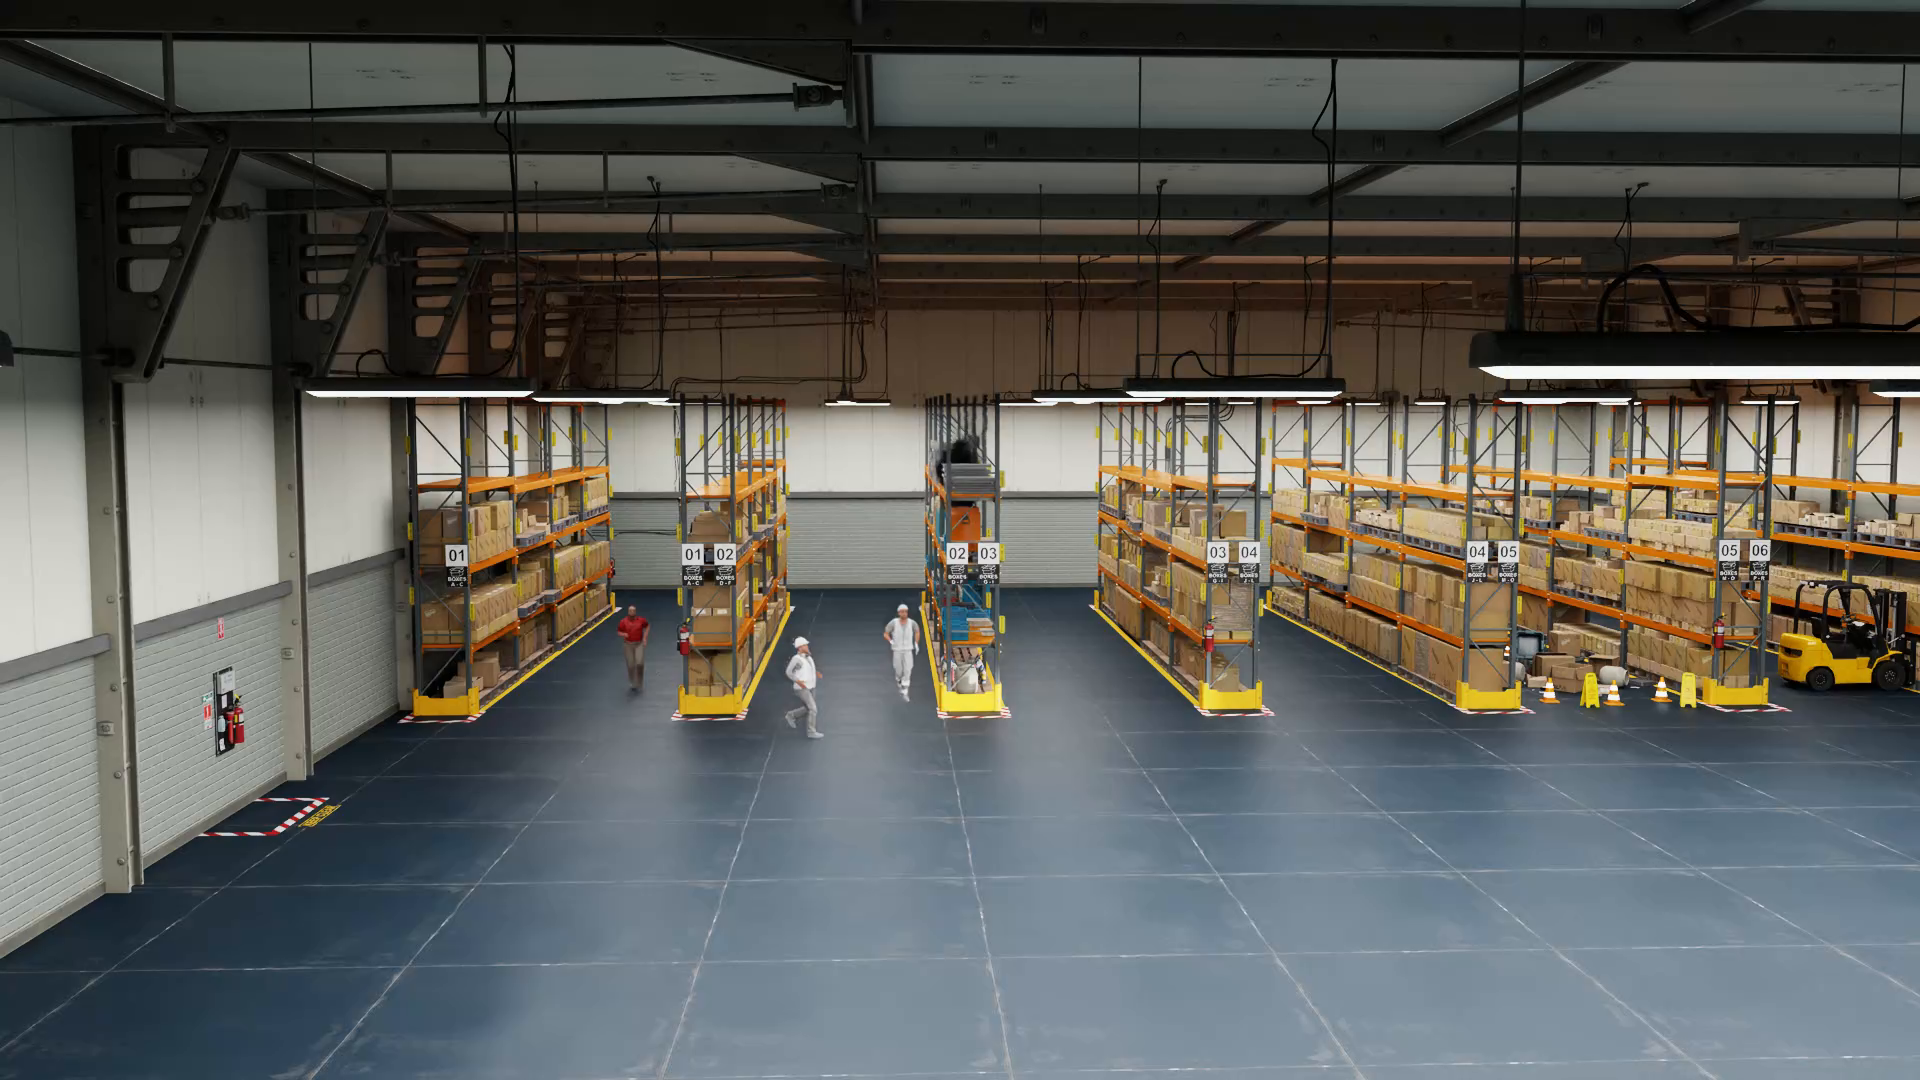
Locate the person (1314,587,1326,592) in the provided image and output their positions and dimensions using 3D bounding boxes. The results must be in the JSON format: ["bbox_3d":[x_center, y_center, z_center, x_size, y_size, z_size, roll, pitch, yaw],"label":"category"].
[{"bbox_3d":[10.618,1.006,48.870,0.677,1.735,0.594,-2,5,-19],"label":"person"}]

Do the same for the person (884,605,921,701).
[{"bbox_3d":[-1.069,2.101,31.195,0.696,1.772,0.604,-1,5,-8],"label":"person"}]

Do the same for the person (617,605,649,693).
[{"bbox_3d":[-6.624,2.217,33.719,0.640,1.798,0.795,-1,5,-9],"label":"person"}]

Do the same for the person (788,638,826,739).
[{"bbox_3d":[-2.701,2.570,28.963,0.795,1.737,0.678,2,5,24],"label":"person"}]
